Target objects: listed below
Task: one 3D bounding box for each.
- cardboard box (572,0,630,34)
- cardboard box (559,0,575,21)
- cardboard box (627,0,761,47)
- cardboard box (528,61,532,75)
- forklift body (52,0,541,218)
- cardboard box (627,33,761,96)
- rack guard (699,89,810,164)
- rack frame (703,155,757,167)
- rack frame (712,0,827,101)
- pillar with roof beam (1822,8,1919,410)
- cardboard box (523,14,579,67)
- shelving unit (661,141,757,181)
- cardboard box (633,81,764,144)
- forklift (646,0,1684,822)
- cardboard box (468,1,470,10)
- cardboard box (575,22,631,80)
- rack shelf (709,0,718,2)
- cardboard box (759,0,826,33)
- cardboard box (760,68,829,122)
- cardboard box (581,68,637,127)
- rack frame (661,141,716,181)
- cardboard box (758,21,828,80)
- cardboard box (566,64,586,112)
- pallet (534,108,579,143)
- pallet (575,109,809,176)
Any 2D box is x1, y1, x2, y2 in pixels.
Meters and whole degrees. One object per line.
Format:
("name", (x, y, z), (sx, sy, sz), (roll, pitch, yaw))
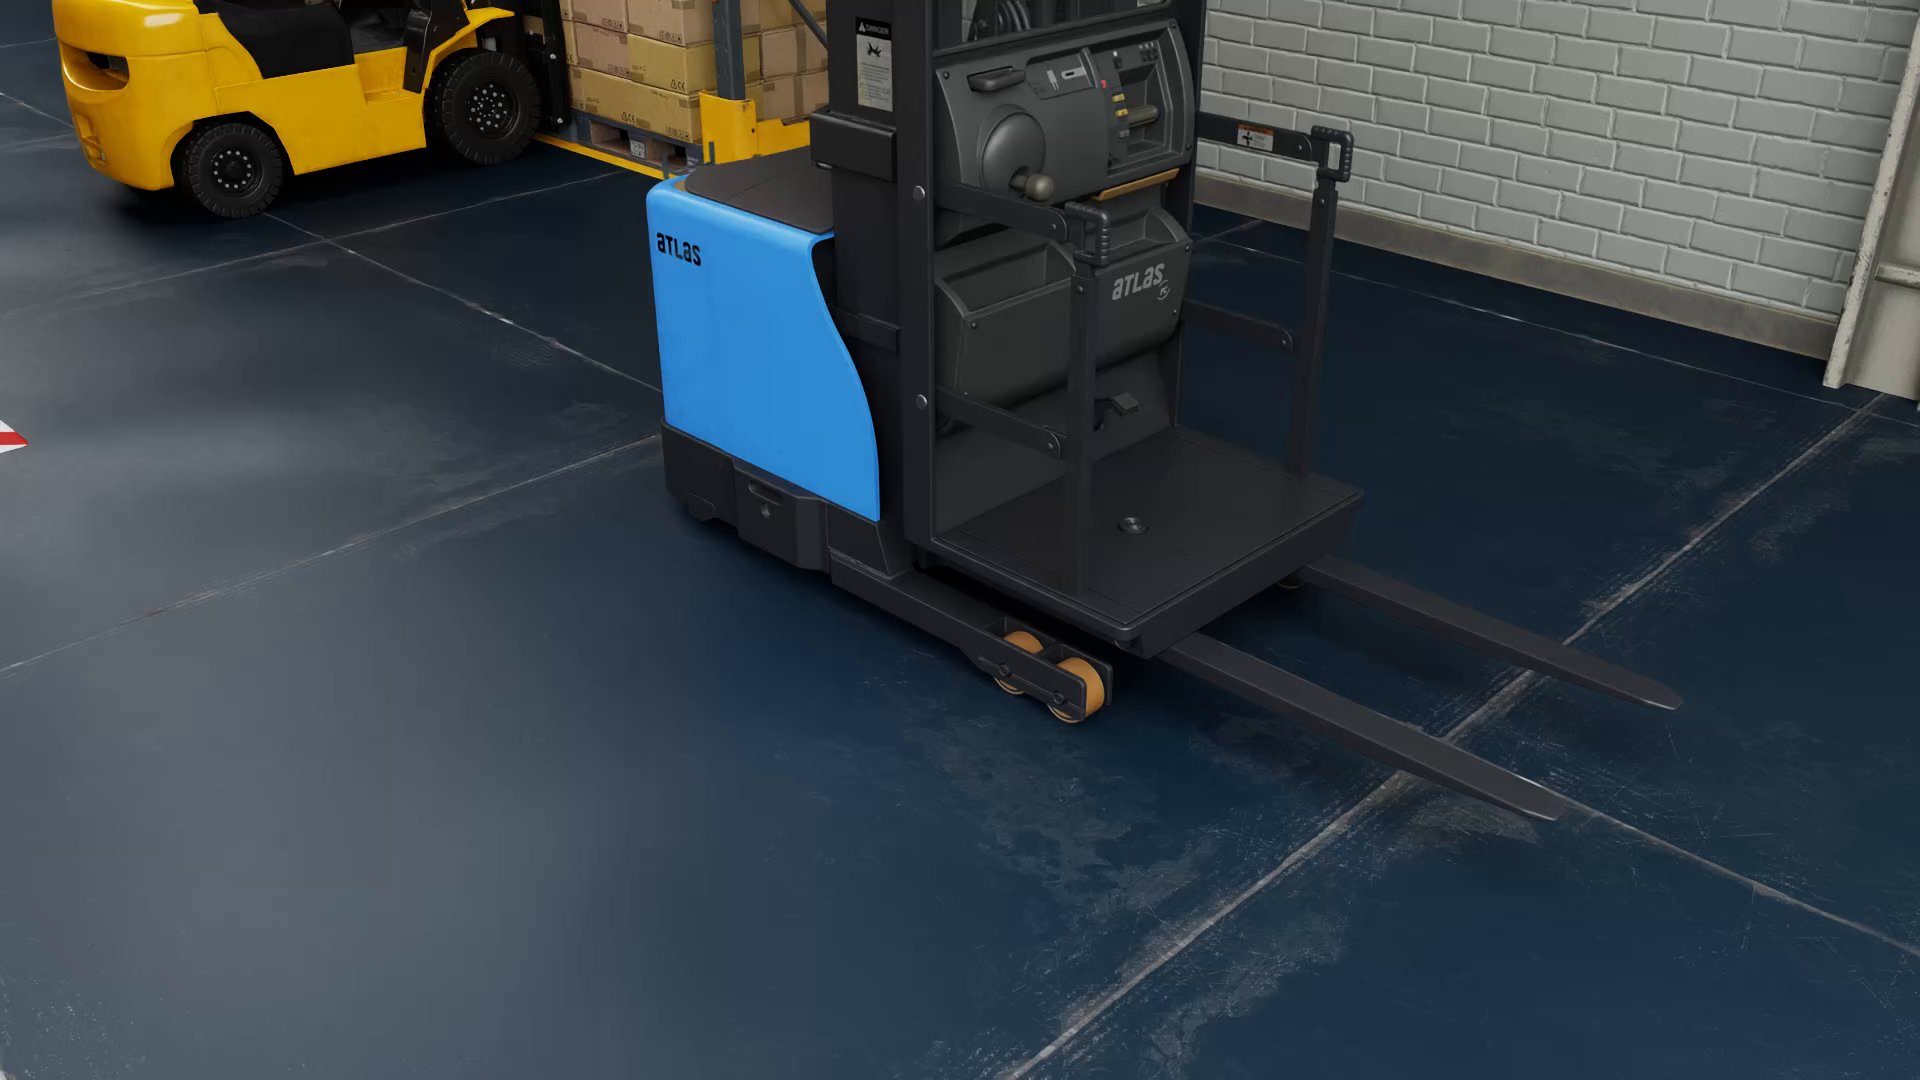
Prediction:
("cardboard box", (-1.773, -2.964, 9.094), (0.500, 0.250, 0.500), (-25, 36, -38))
("cardboard box", (-2.140, -3.126, 9.400), (0.500, 0.250, 0.500), (-25, 37, -39))
("cardboard box", (-1.405, -2.800, 8.780), (0.500, 0.250, 0.500), (-24, 36, -38))
("cardboard box", (-2.499, -2.853, 9.955), (0.500, 0.250, 0.500), (-24, 36, -38))
("forklift body", (-3.489, -2.979, 8.605), (1.214, 2.155, 2.313), (25, 36, 38))
("cardboard box", (-1.424, -2.587, 8.913), (0.500, 0.250, 0.500), (24, 36, 38))
("rack guard", (-0.840, -2.227, 8.949), (0.348, 0.500, 1.175), (25, 36, 38))
("rack frame", (-0.736, -0.738, 5.517), (0.200, 1.050, 0.008), (-21, 34, -36))
("rack frame", (-0.858, -3.342, 8.382), (0.127, 3.000, 1.000), (25, 36, 38))
("pillar with roof beam", (0.538, -3.137, 1.546), (0.400, 9.000, 9.100), (25, 36, 38))
("cardboard box", (-2.157, -2.916, 9.538), (0.500, 0.250, 0.500), (24, 36, 37))
("shelving unit", (-0.816, -0.780, 5.599), (0.215, 1.050, 0.252), (-21, 34, -36))
("cardboard box", (-1.414, -2.359, 9.016), (0.500, 0.250, 0.500), (25, 37, 39))
("forklift", (0.445, -1.094, 4.181), (3.031, 2.935, 1.130), (25, 36, 38))
("cardboard box", (-2.871, -3.245, 10.164), (0.500, 0.250, 0.500), (24, 36, 38))
("cardboard box", (-1.774, -2.754, 9.231), (0.500, 0.250, 0.500), (24, 36, 38))
("rack shelf", (-2.284, -3.676, 9.791), (4.000, 0.370, 1.077), (25, 36, 38))
("cardboard box", (-1.068, -2.973, 9.109), (0.500, 0.250, 0.500), (24, 36, 38))
("cardboard box", (-1.071, -2.536, 9.352), (0.500, 0.250, 0.500), (25, 37, 39))
("cardboard box", (-1.762, -2.524, 9.331), (0.500, 0.250, 0.500), (25, 36, 38))
("rack frame", (-0.896, -0.822, 5.681), (0.200, 1.050, 0.008), (-21, 34, -36))
("cardboard box", (-1.047, -2.754, 9.231), (0.500, 0.250, 0.500), (-25, 36, -38))
("cardboard box", (-2.113, -2.691, 9.647), (0.500, 0.250, 0.500), (-25, 37, -39))
("pallet", (-2.298, -2.741, 10.236), (1.213, 0.211, 1.003), (25, 36, 38))
("pallet", (-1.432, -2.343, 9.479), (1.213, 0.211, 1.003), (25, 36, 38))
